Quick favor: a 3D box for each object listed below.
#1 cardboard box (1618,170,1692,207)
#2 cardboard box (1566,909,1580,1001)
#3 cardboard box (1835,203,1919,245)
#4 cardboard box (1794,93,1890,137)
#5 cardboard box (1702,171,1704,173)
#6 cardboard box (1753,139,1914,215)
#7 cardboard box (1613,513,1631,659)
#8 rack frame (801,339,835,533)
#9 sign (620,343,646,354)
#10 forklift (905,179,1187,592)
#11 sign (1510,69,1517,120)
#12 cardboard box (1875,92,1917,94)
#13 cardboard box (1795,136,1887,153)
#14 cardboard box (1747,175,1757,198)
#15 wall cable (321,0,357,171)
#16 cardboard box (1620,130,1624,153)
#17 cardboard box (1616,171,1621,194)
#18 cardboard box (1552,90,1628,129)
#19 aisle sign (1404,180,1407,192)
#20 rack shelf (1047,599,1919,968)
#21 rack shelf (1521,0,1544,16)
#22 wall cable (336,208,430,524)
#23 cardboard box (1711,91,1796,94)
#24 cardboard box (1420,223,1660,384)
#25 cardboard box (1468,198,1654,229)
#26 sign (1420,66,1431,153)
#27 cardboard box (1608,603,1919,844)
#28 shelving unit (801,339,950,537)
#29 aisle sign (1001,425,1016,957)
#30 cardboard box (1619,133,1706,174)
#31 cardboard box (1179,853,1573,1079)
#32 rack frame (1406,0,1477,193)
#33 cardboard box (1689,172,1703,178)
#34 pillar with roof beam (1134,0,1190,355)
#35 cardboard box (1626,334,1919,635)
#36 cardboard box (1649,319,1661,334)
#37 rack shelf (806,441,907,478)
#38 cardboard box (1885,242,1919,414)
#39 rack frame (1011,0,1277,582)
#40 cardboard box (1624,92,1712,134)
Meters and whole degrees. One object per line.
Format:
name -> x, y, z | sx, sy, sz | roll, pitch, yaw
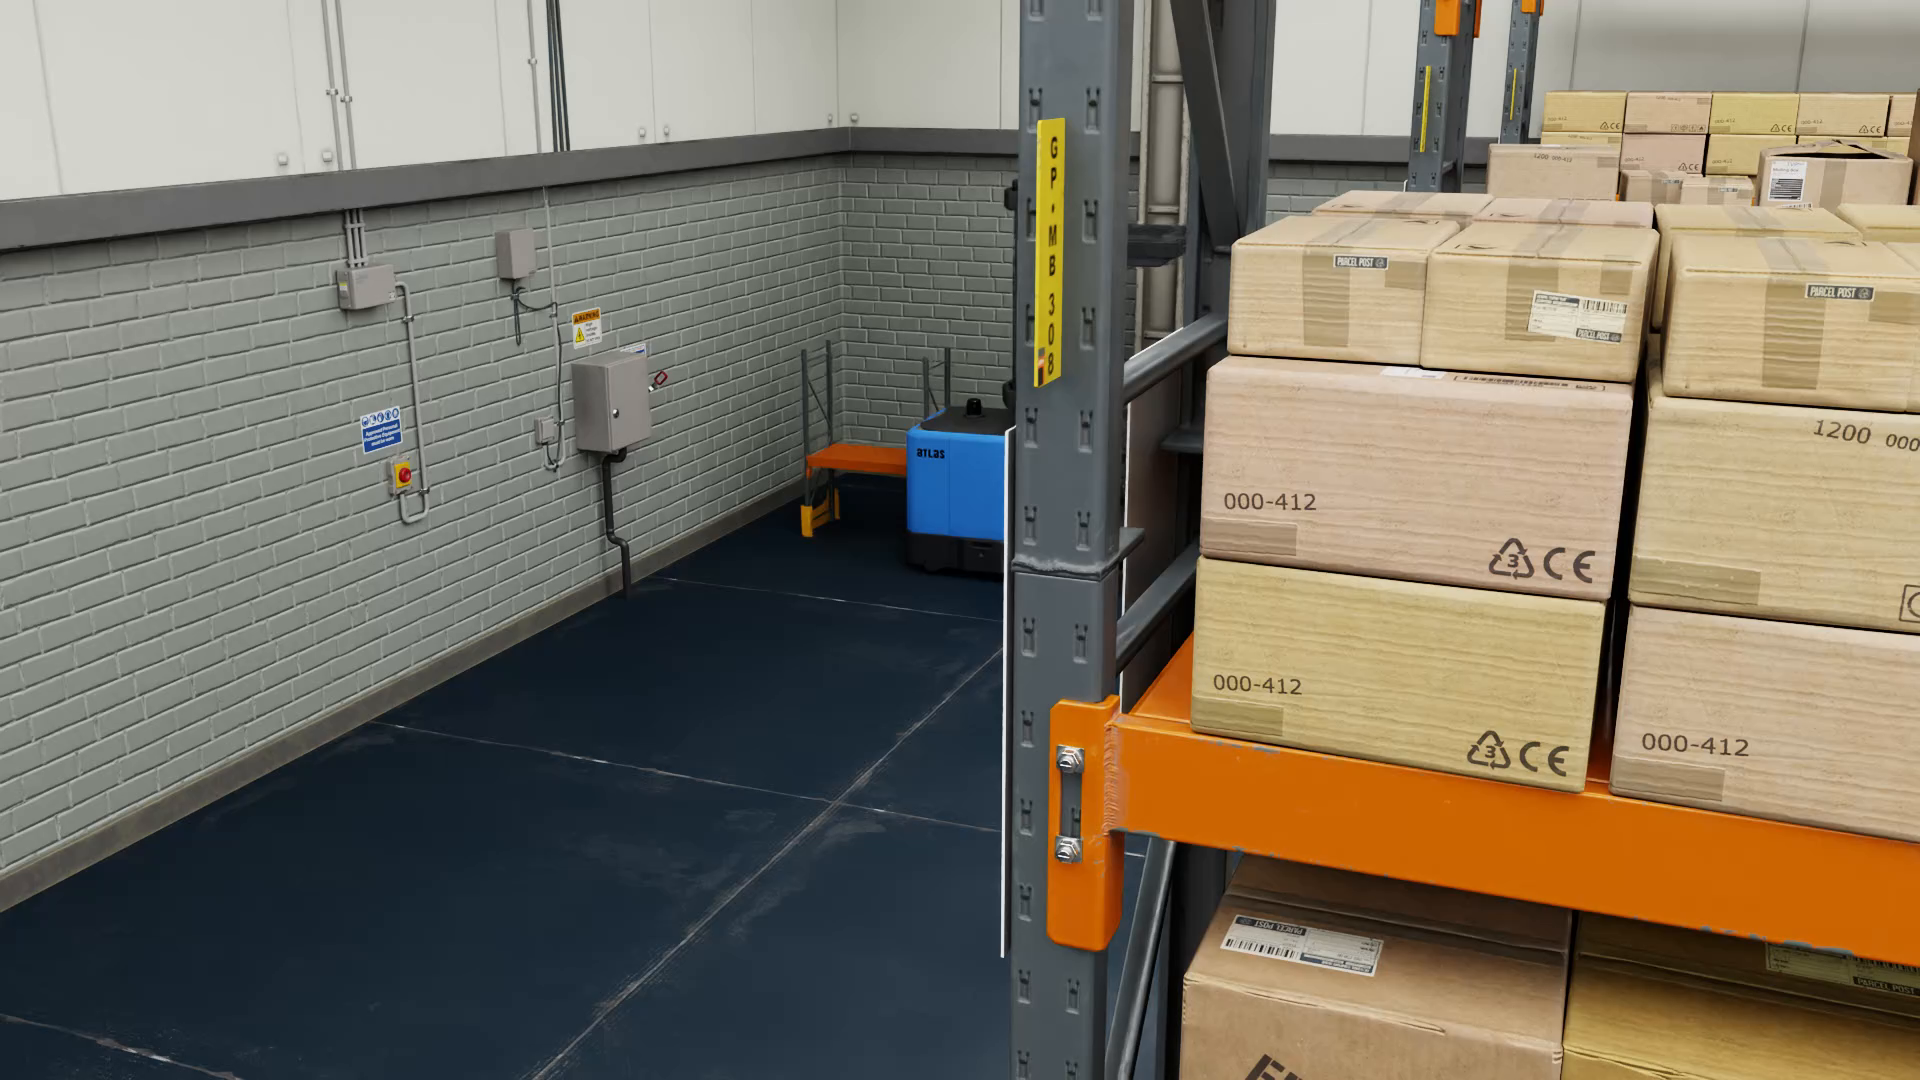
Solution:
cardboard box -> 2.906, -1.458, 6.955 | 0.250, 0.149, 0.380 | 5, 17, 16
cardboard box -> 0.829, 0.672, 2.973 | 0.500, 0.500, 0.500 | 6, 17, 19
cardboard box -> 1.447, -0.406, 2.470 | 0.250, 0.149, 0.380 | 7, 17, 22
cardboard box -> 5.589, -2.708, 10.580 | 0.500, 0.250, 0.500 | 7, 18, 22
cardboard box -> 4.958, -2.486, 11.426 | 0.250, 0.149, 0.380 | 6, 17, 19
cardboard box -> 3.409, -1.415, 6.515 | 0.500, 0.311, 0.500 | 7, 17, 22
cardboard box -> 1.310, 0.020, 2.613 | 0.500, 0.250, 0.500 | 6, 17, 21
rack frame -> -1.132, -0.823, 13.318 | 0.032, 1.500, 0.500 | 6, 17, 19
sign -> -2.324, -1.138, 11.884 | 0.001, 0.494, 0.329 | 6, 17, 21
forklift -> 1.168, -1.178, 11.973 | 3.031, 2.935, 1.130 | 5, 17, 17
sign -> 3.653, -2.941, 10.976 | 0.005, 0.325, 0.100 | 6, 17, 21
cardboard box -> 6.257, -2.789, 10.859 | 0.500, 0.250, 0.500 | 6, 17, 20
cardboard box -> 5.606, -2.467, 10.648 | 0.500, 0.250, 0.500 | 6, 17, 20
cardboard box -> 5.243, -2.311, 10.825 | 0.250, 0.149, 0.380 | 6, 17, 20
wall cable -> -3.360, -3.324, 8.481 | 0.029, 3.000, 0.463 | 6, 17, 21
cardboard box -> 4.366, -2.758, 11.648 | 0.500, 0.250, 0.500 | 6, 17, 20
cardboard box -> 4.317, -2.428, 11.229 | 0.250, 0.149, 0.380 | 7, 17, 22
cardboard box -> 4.368, -3.000, 11.585 | 0.500, 0.250, 0.500 | 6, 17, 19
aisle sign -> 1.861, -1.114, 6.969 | 0.004, 0.787, 0.394 | 6, 17, 21
rack shelf -> 2.173, 0.470, 2.085 | 4.000, 0.370, 1.077 | 6, 17, 21
rack shelf -> 5.713, -3.551, 10.560 | 4.000, 0.370, 1.077 | 6, 17, 21
wall cable -> -3.219, -1.007, 9.385 | 0.123, 1.953, 0.585 | 6, 17, 21
cardboard box -> 5.335, -2.896, 11.229 | 0.500, 0.250, 0.500 | 6, 17, 21
cardboard box -> 0.761, -0.317, 2.161 | 0.250, 0.149, 0.380 | 7, 18, 23
cardboard box -> 0.931, -0.437, 2.575 | 0.250, 0.149, 0.380 | 7, 17, 21
sign -> 1.825, -1.689, 6.520 | 0.005, 0.325, 0.100 | 6, 17, 21
cardboard box -> 1.124, 0.159, 2.134 | 0.500, 0.250, 0.500 | 7, 18, 22
shelving unit -> -0.663, -0.775, 13.152 | 1.083, 1.500, 0.587 | 6, 17, 19
aisle sign -> 0.134, 0.182, 2.503 | 0.004, 0.787, 0.394 | 6, 17, 21
cardboard box -> 4.645, -2.570, 11.001 | 0.500, 0.250, 0.500 | 7, 17, 22
cardboard box -> 0.633, 0.804, 2.517 | 0.500, 0.500, 0.500 | 6, 17, 20
rack frame -> 2.035, -2.815, 6.729 | 0.127, 3.000, 1.000 | 6, 17, 21
cardboard box -> 4.743, -2.346, 10.943 | 0.250, 0.149, 0.380 | 7, 17, 22
pillar with roof beam -> 0.095, -3.496, 9.074 | 0.400, 9.000, 9.100 | 6, 17, 21
cardboard box -> 1.111, -0.083, 2.070 | 0.500, 0.250, 0.500 | 6, 17, 20
cardboard box -> 1.310, -0.215, 2.526 | 0.500, 0.250, 0.500 | 6, 17, 19
rack shelf -> -0.654, -0.601, 13.200 | 1.000, 0.185, 0.538 | 6, 17, 19
cardboard box -> 1.212, -0.245, 1.914 | 0.250, 0.149, 0.380 | 7, 17, 21
rack frame -> 0.312, -1.521, 2.271 | 0.127, 3.000, 1.000 | 6, 17, 21
cardboard box -> 4.639, -2.805, 10.916 | 0.500, 0.250, 0.500 | 6, 17, 20
